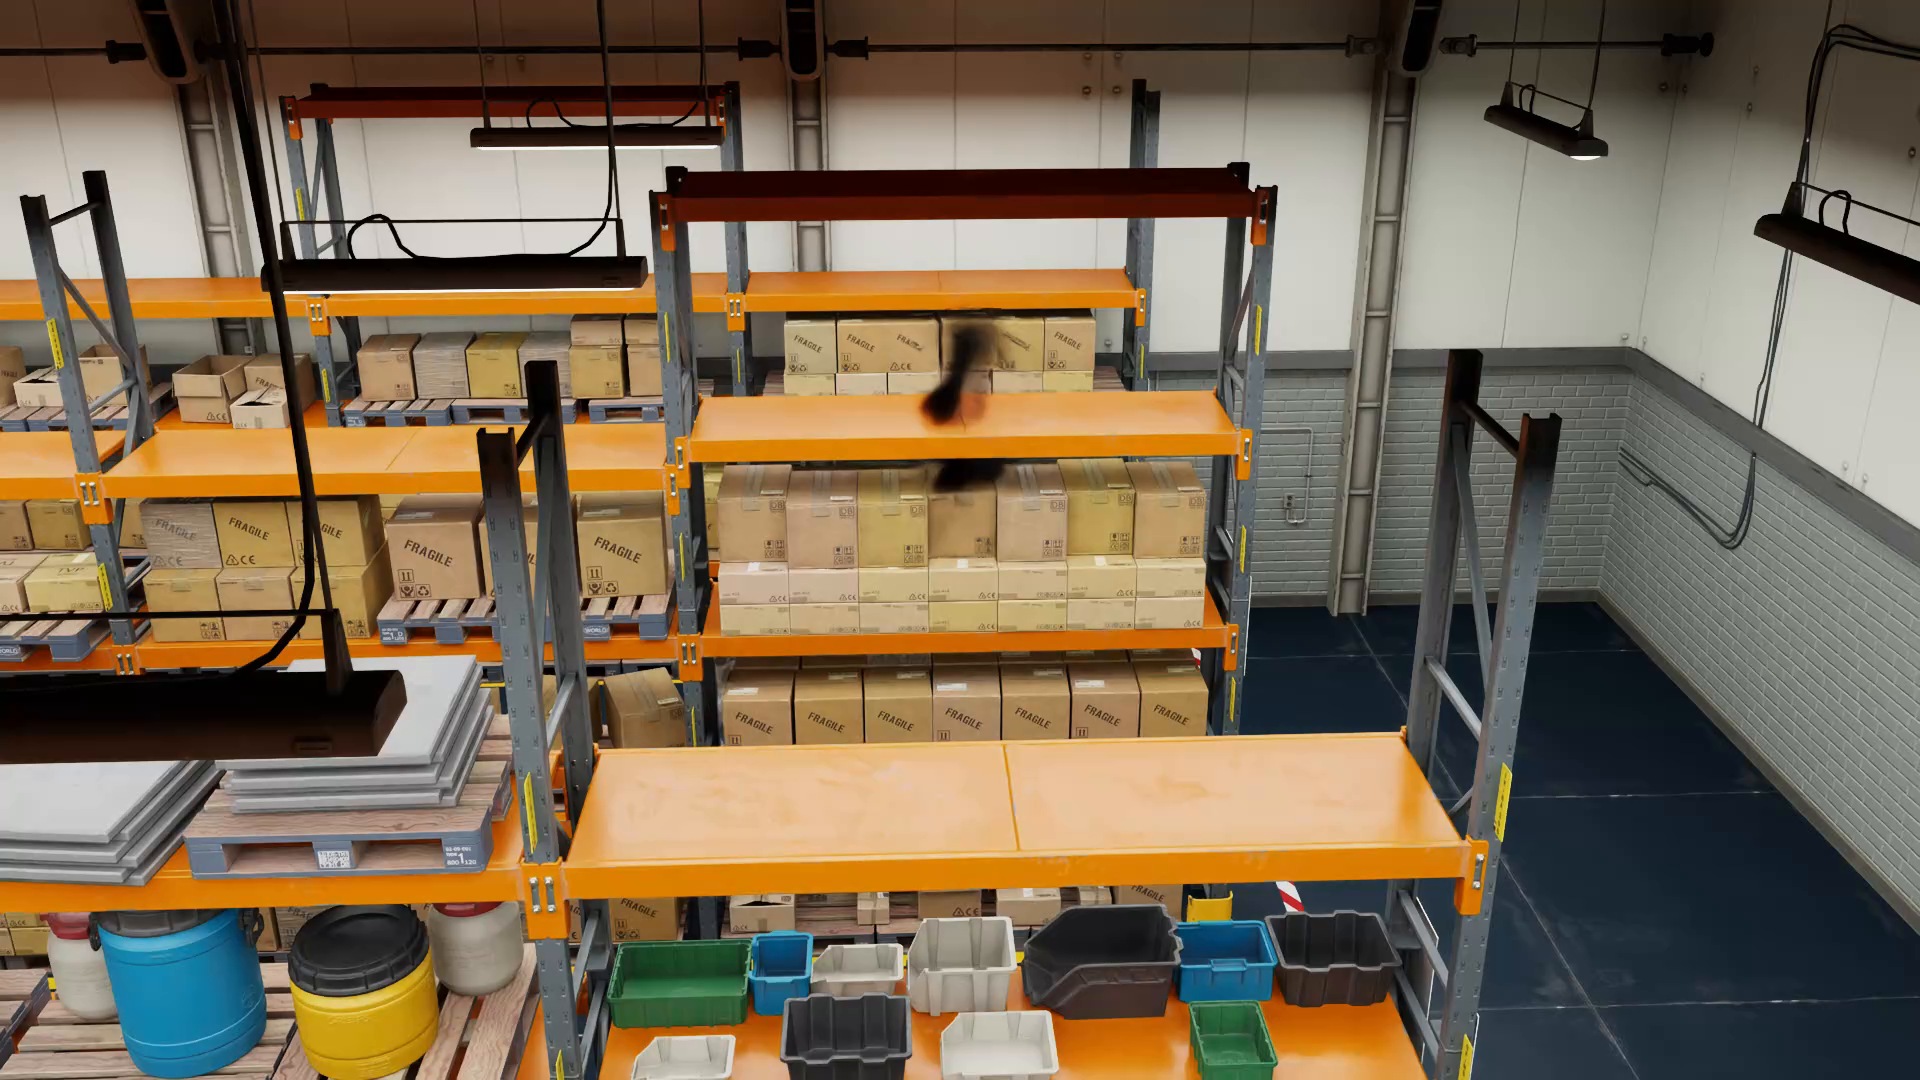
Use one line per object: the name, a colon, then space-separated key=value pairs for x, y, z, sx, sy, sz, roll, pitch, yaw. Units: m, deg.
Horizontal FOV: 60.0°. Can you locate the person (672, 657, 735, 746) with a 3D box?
person: x=-2.138 y=1.409 z=15.363 sx=0.992 sy=1.754 sz=0.687 roll=-4 pitch=22 yaw=-10
